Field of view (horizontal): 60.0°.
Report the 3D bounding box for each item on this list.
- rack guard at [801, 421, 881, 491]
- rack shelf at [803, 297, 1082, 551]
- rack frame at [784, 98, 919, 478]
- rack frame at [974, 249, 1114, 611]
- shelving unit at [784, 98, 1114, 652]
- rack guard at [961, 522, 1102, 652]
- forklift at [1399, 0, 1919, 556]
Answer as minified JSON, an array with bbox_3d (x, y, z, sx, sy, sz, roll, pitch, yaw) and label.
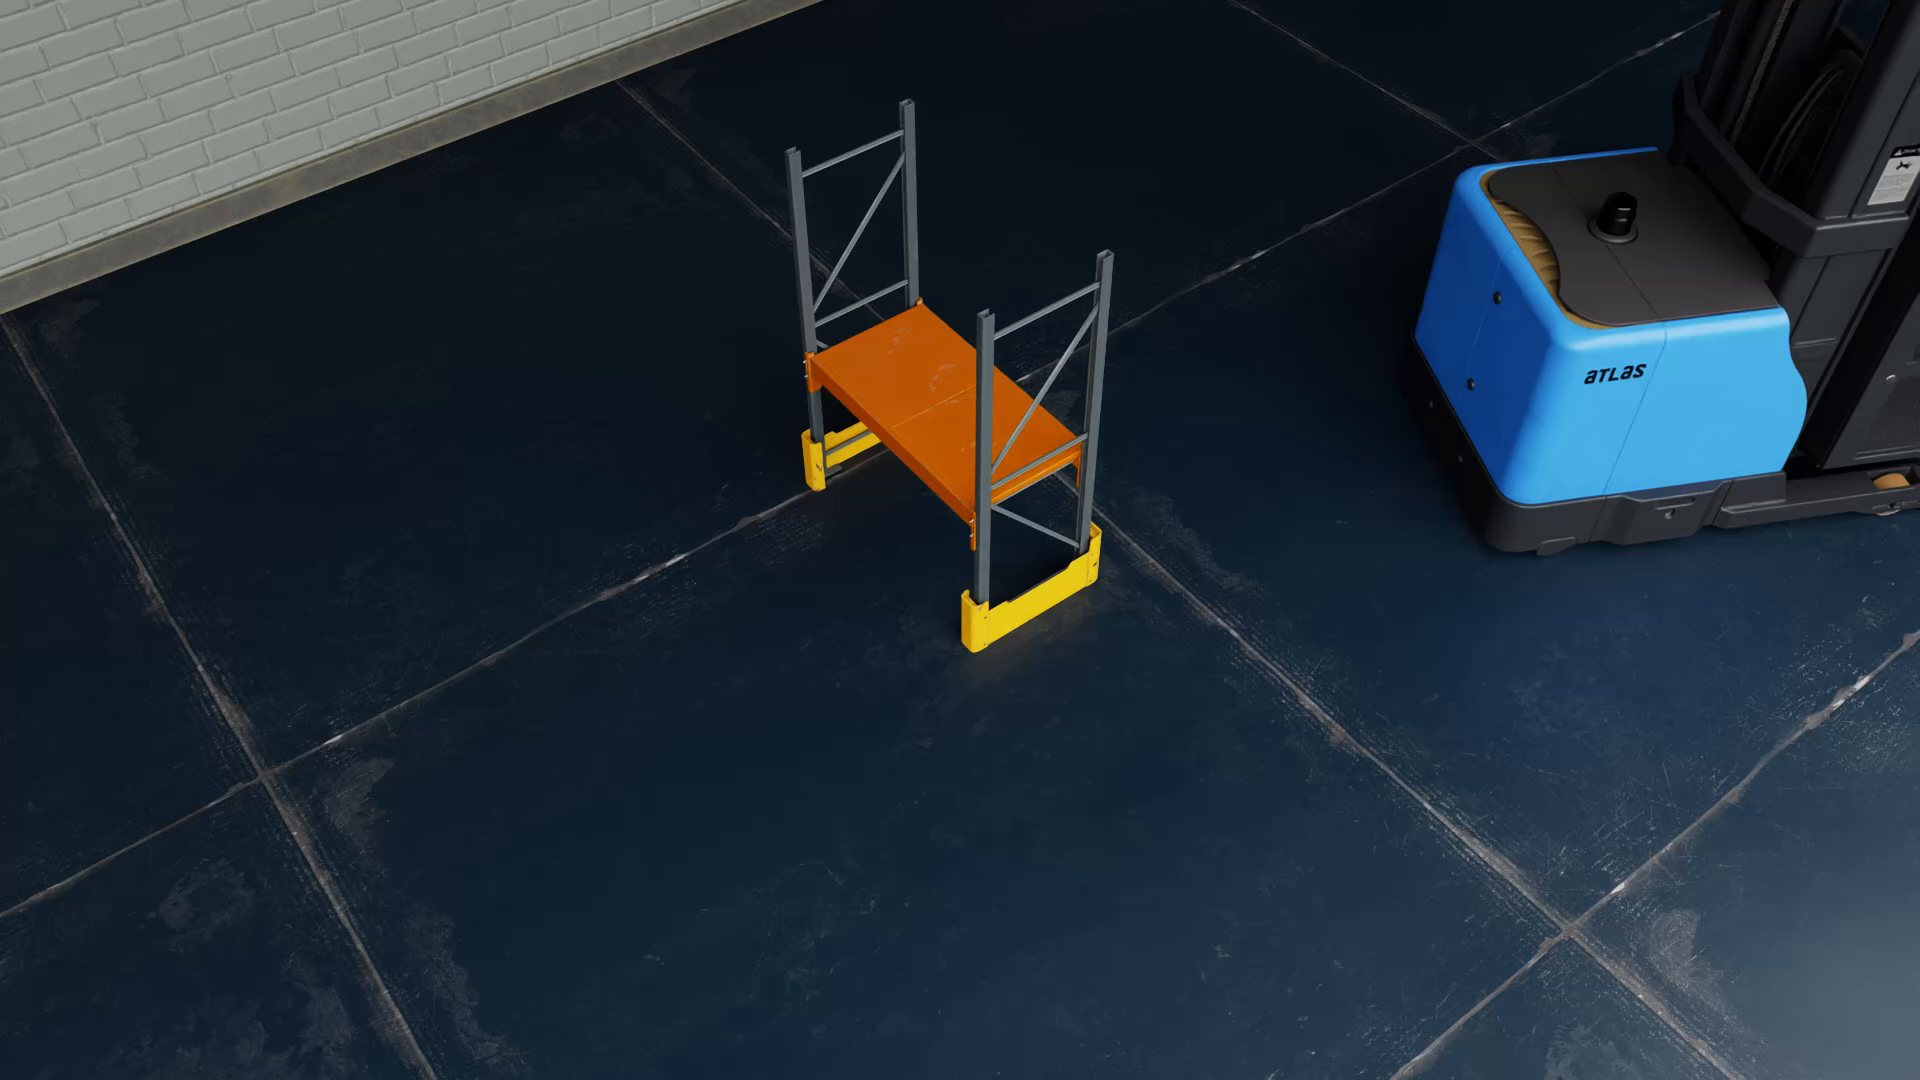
[{"bbox_3d":[-0.348,-0.423,6.464,0.587,0.250,0.087,-29,54,-24],"label":"rack guard"},{"bbox_3d":[-0.052,-0.433,5.873,0.538,0.185,1.000,-29,54,-24],"label":"rack shelf"},{"bbox_3d":[-0.359,-0.854,6.012,0.500,1.500,0.032,-29,54,-24],"label":"rack frame"},{"bbox_3d":[0.256,-0.254,5.468,0.500,1.500,0.032,-29,54,-24],"label":"rack frame"},{"bbox_3d":[-0.046,-0.549,5.735,0.587,1.500,1.083,-29,54,-24],"label":"shelving unit"},{"bbox_3d":[0.255,0.165,5.932,0.587,0.250,0.087,-29,54,-24],"label":"rack guard"},{"bbox_3d":[3.345,-1.458,5.594,3.031,2.935,1.130,-8,48,-7],"label":"forklift"}]
